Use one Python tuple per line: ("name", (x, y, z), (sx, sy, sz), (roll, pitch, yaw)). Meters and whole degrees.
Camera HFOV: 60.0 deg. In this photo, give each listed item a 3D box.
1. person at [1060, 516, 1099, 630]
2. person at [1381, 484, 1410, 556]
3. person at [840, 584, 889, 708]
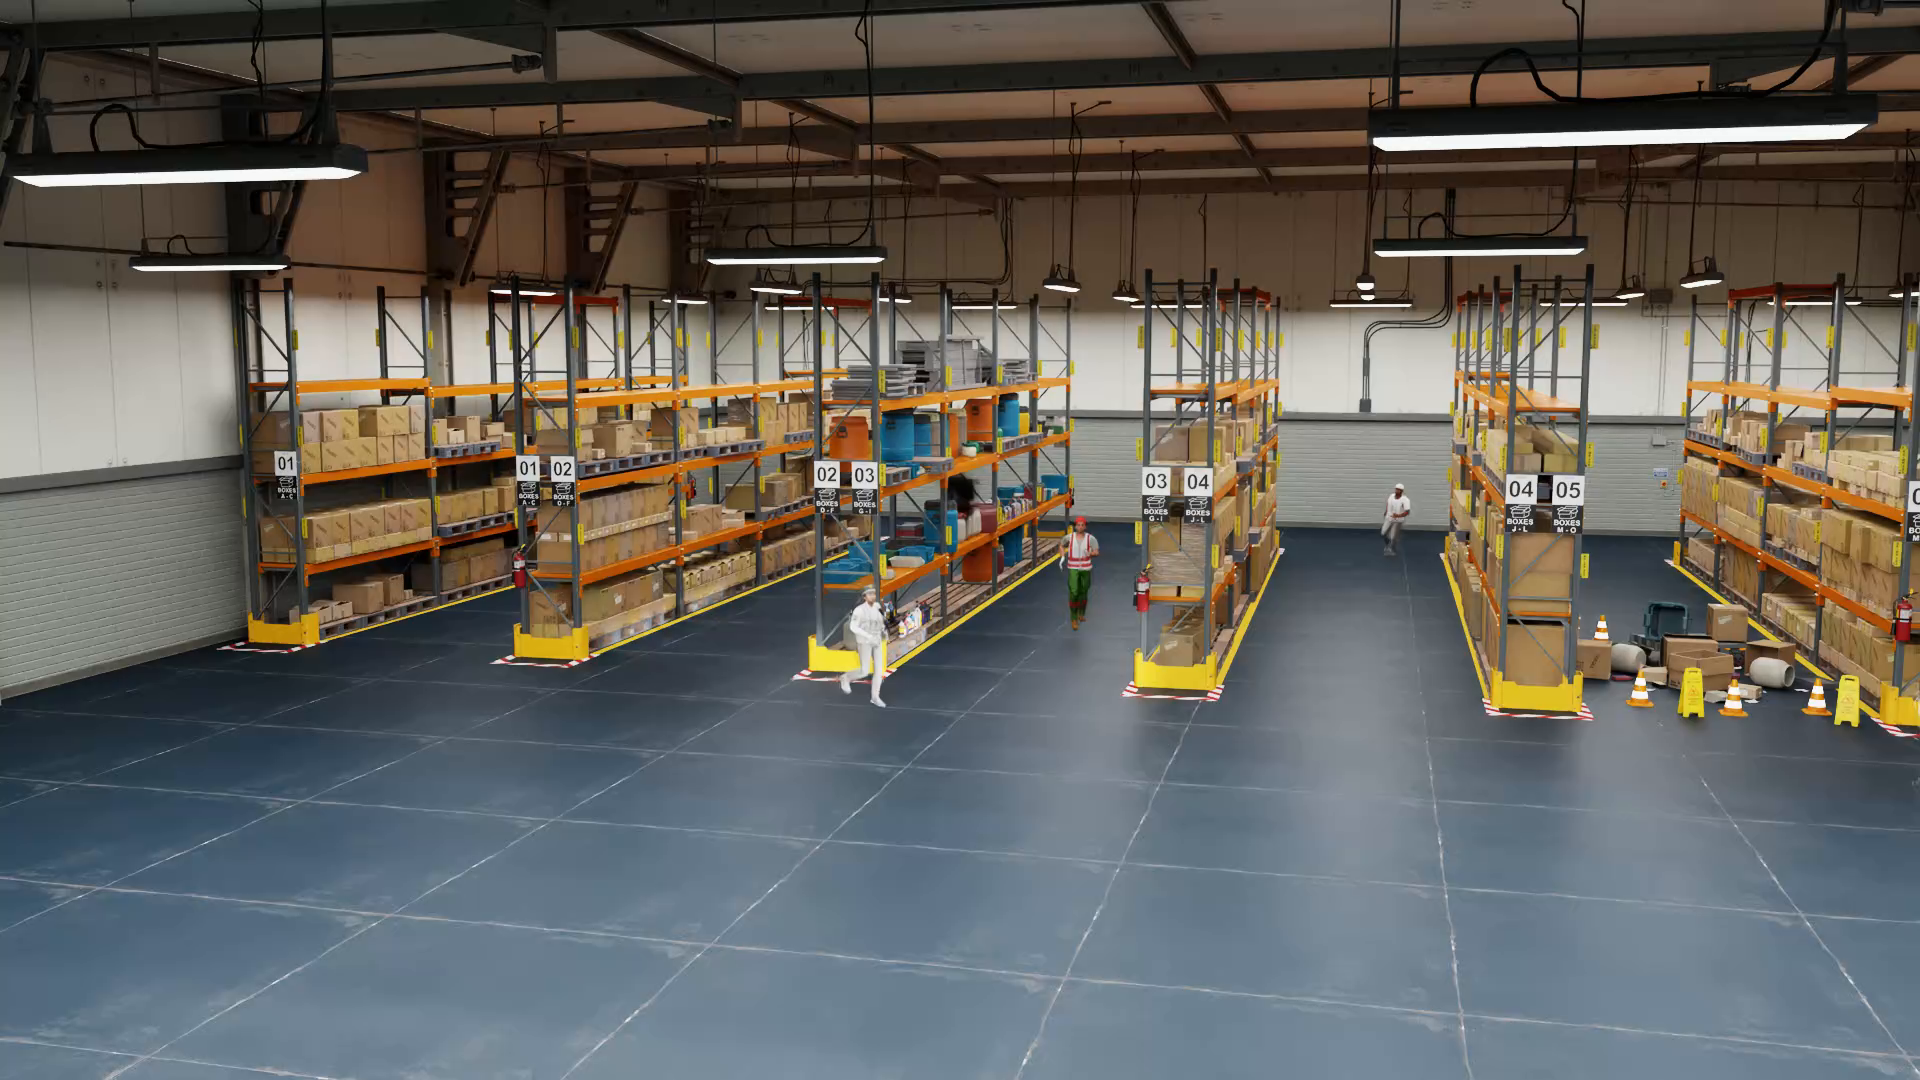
("person", (1.976, 0.529, 27.545), (0.646, 1.846, 0.755), (0, 7, -2))
("person", (10.079, -0.458, 38.472), (0.568, 1.701, 0.709), (-7, 10, -45))
("person", (-1.285, 1.437, 23.009), (0.625, 1.692, 0.801), (-6, 9, -42))
